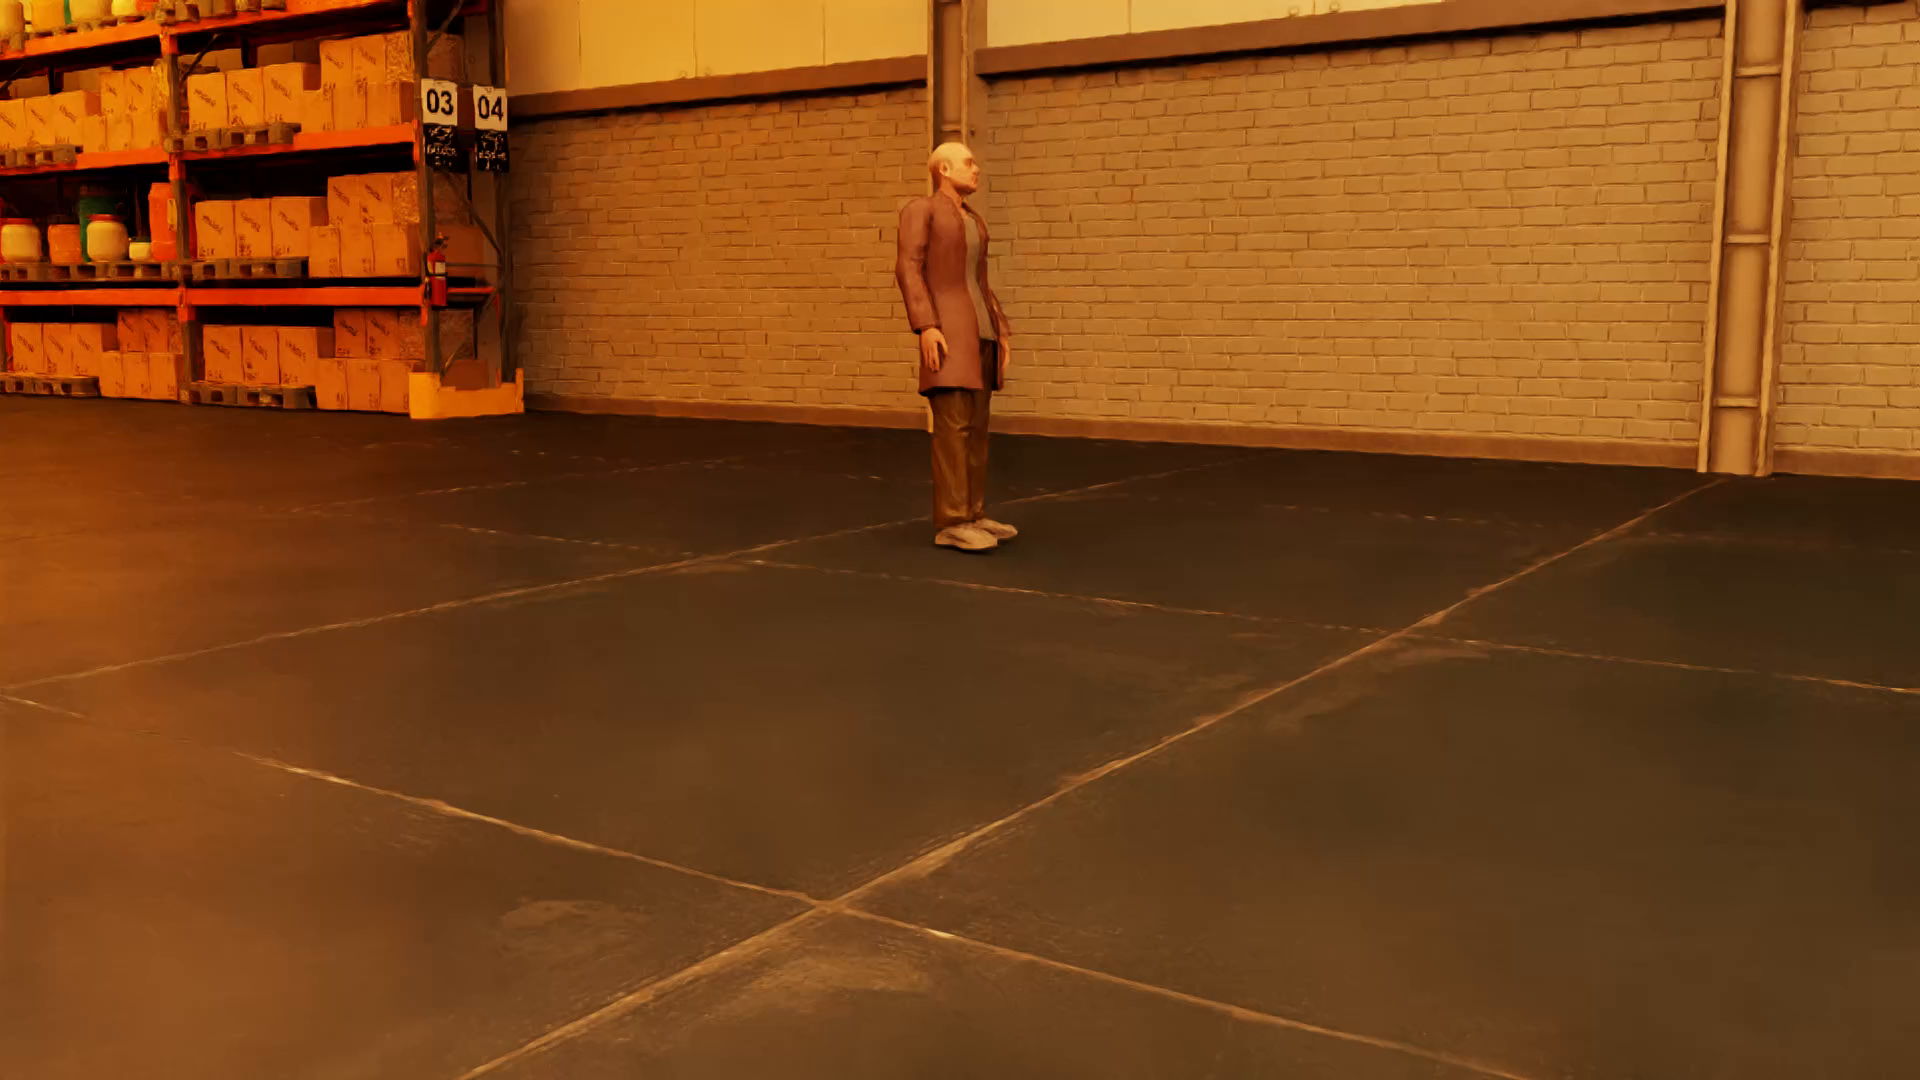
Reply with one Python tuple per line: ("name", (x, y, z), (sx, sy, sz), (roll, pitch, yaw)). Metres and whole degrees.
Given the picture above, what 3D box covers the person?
("person", (0.073, -0.879, 7.423), (0.580, 1.776, 0.694), (5, 10, 34))
